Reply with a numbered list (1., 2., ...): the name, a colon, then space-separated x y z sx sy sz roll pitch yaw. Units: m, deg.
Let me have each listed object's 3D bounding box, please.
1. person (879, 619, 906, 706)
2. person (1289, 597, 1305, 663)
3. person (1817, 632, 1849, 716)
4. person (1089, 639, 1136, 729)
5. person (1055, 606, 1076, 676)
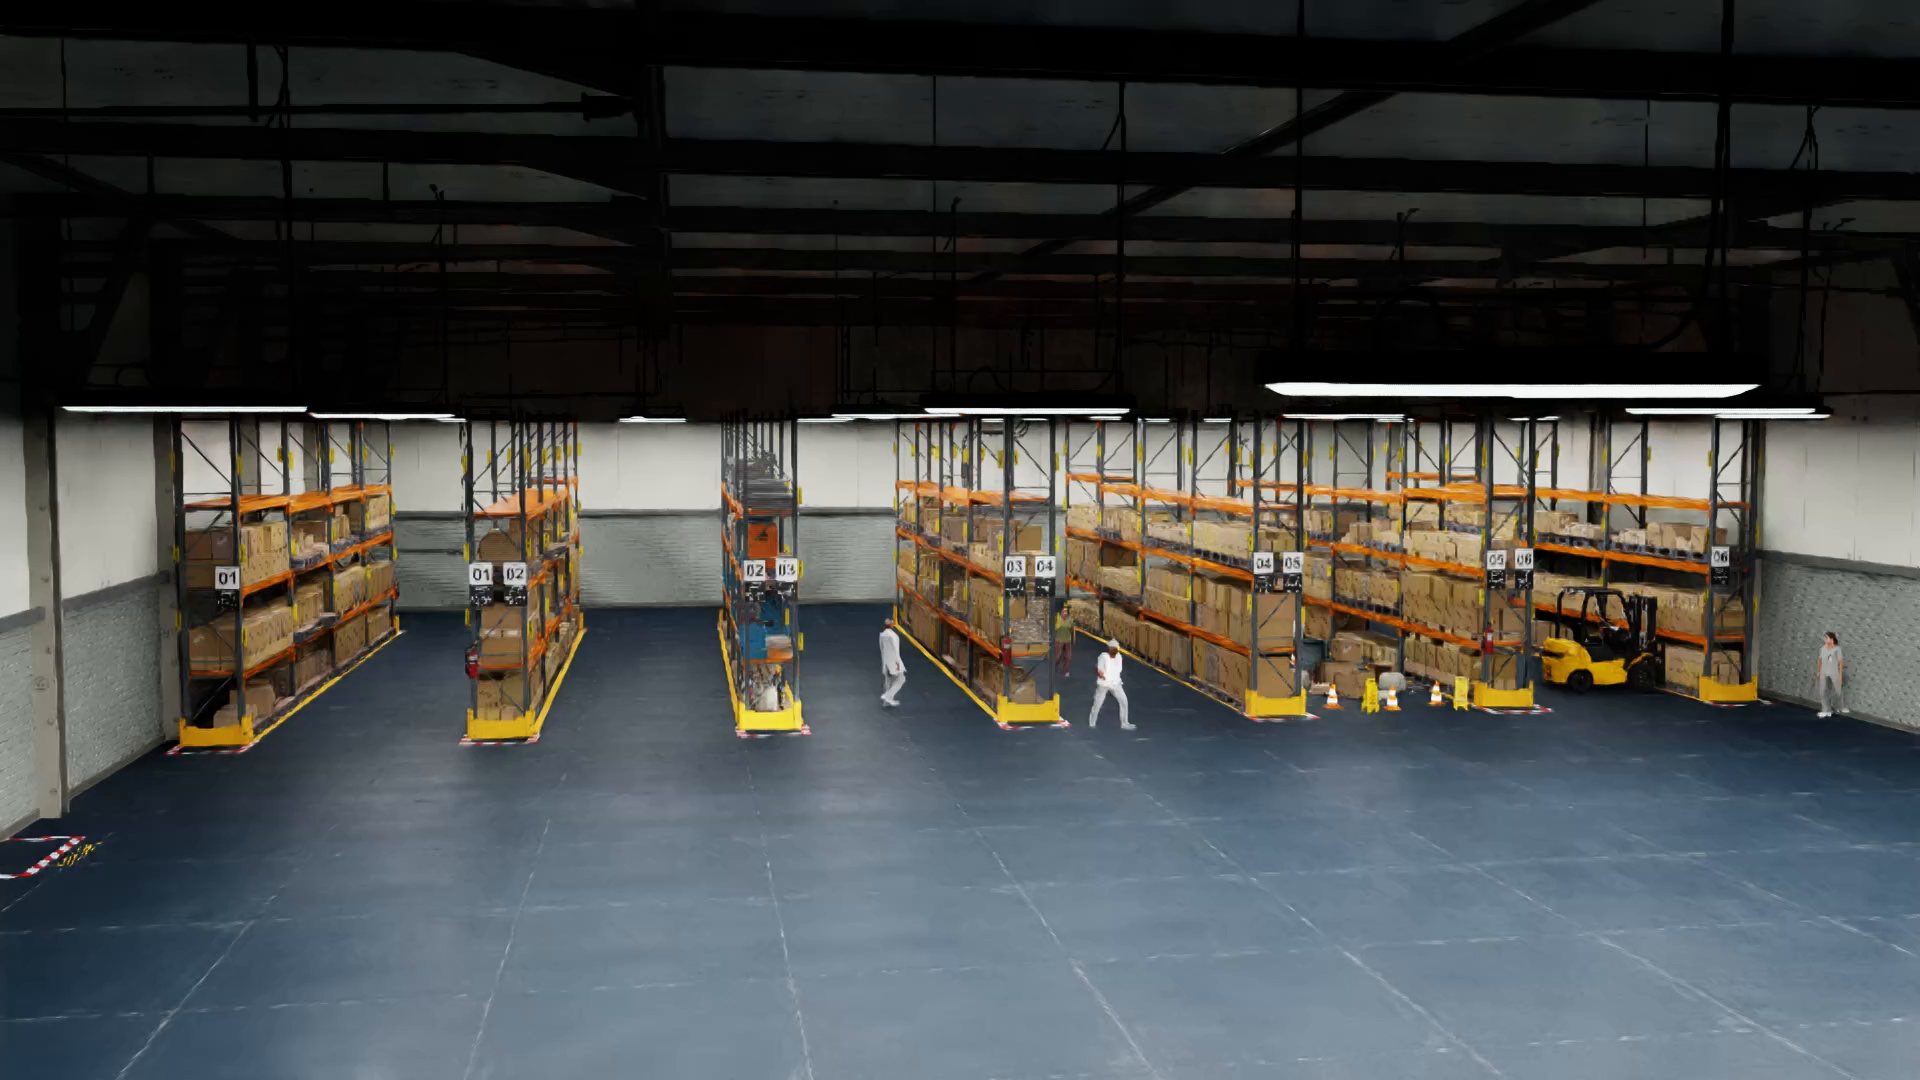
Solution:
1. person: -1.396 2.479 33.732 0.497 1.777 0.628 -3 5 -38
2. person: 7.964 2.128 39.409 0.537 1.665 0.572 1 4 18
3. person: 17.129 2.625 32.629 0.538 1.664 0.566 -3 5 -36
4. person: 2.799 2.683 31.110 0.704 1.711 0.835 -2 4 -27
5. person: 2.333 2.291 37.715 0.598 1.619 0.507 -1 4 -11
